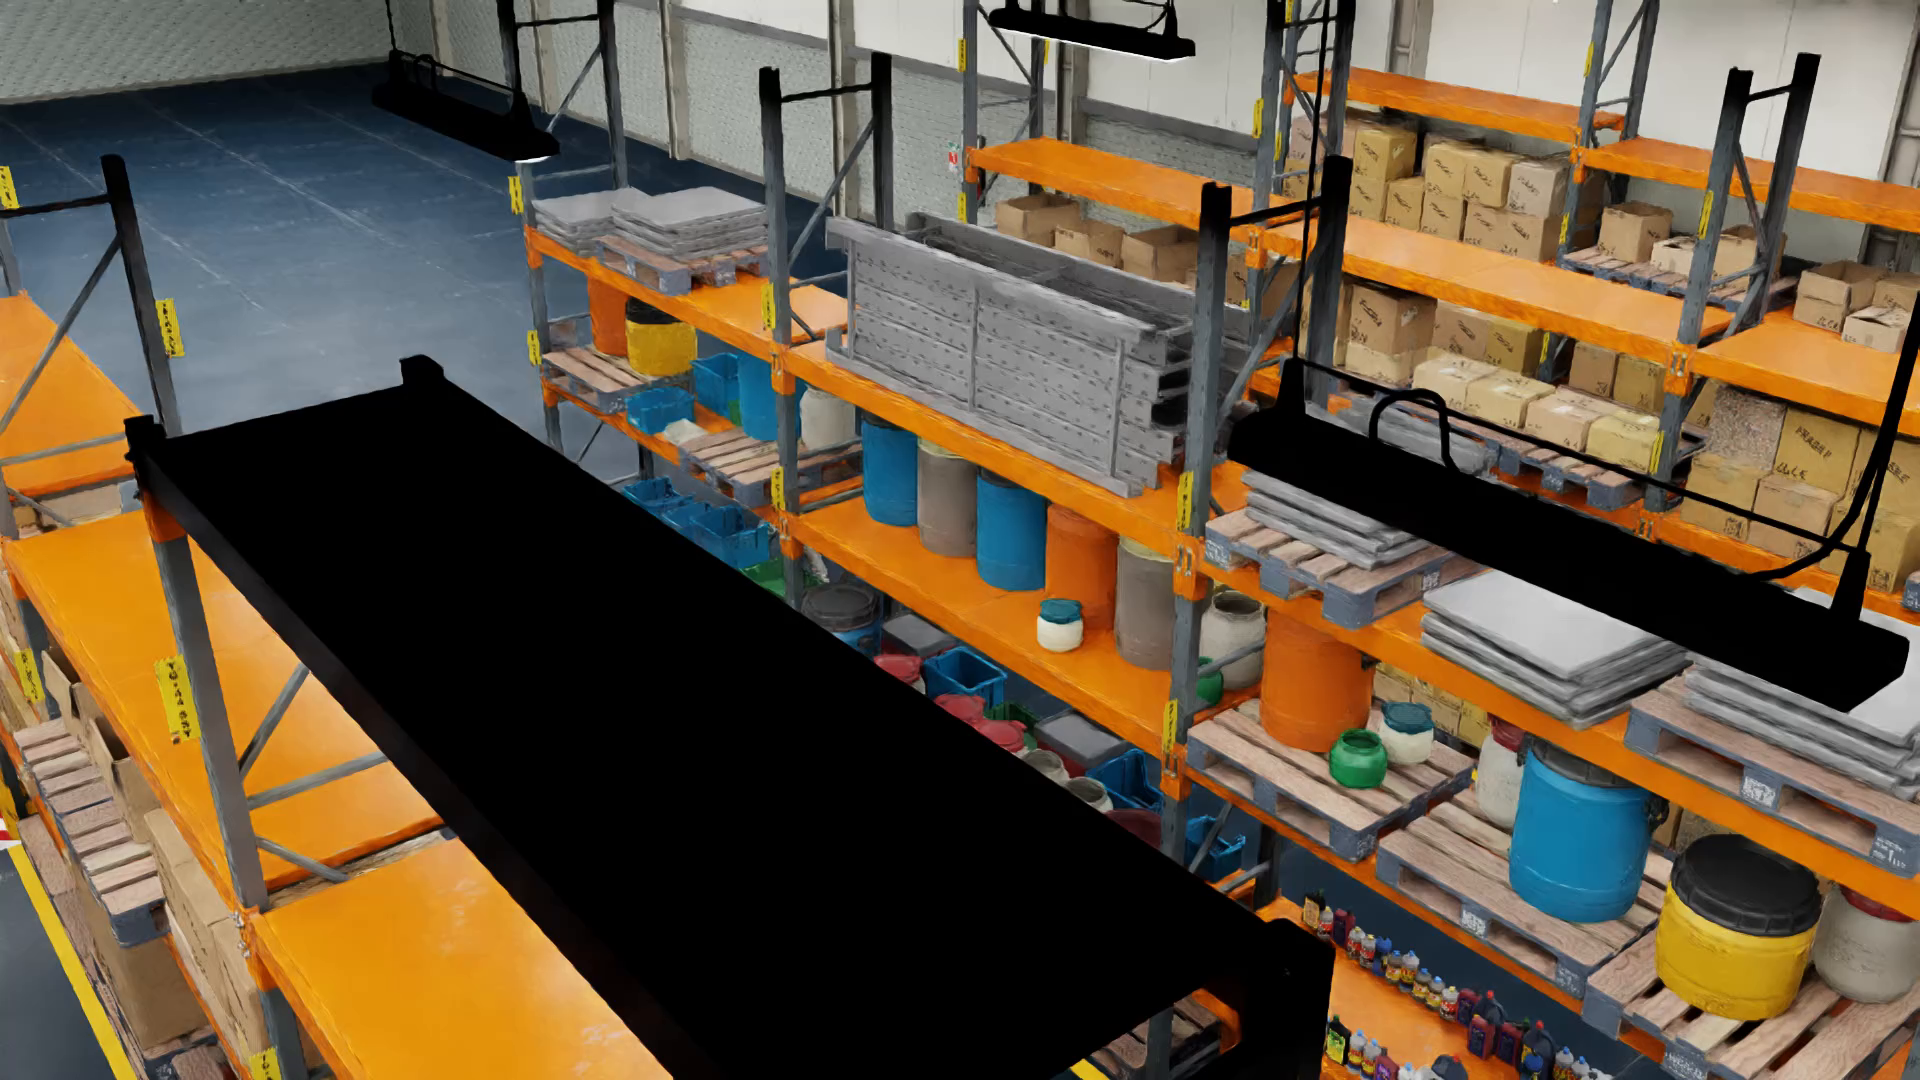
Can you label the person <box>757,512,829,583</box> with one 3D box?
[{"bbox_3d":[-1.795,-0.276,16.850,0.849,1.718,0.701,17,30,31],"label":"person"}]
